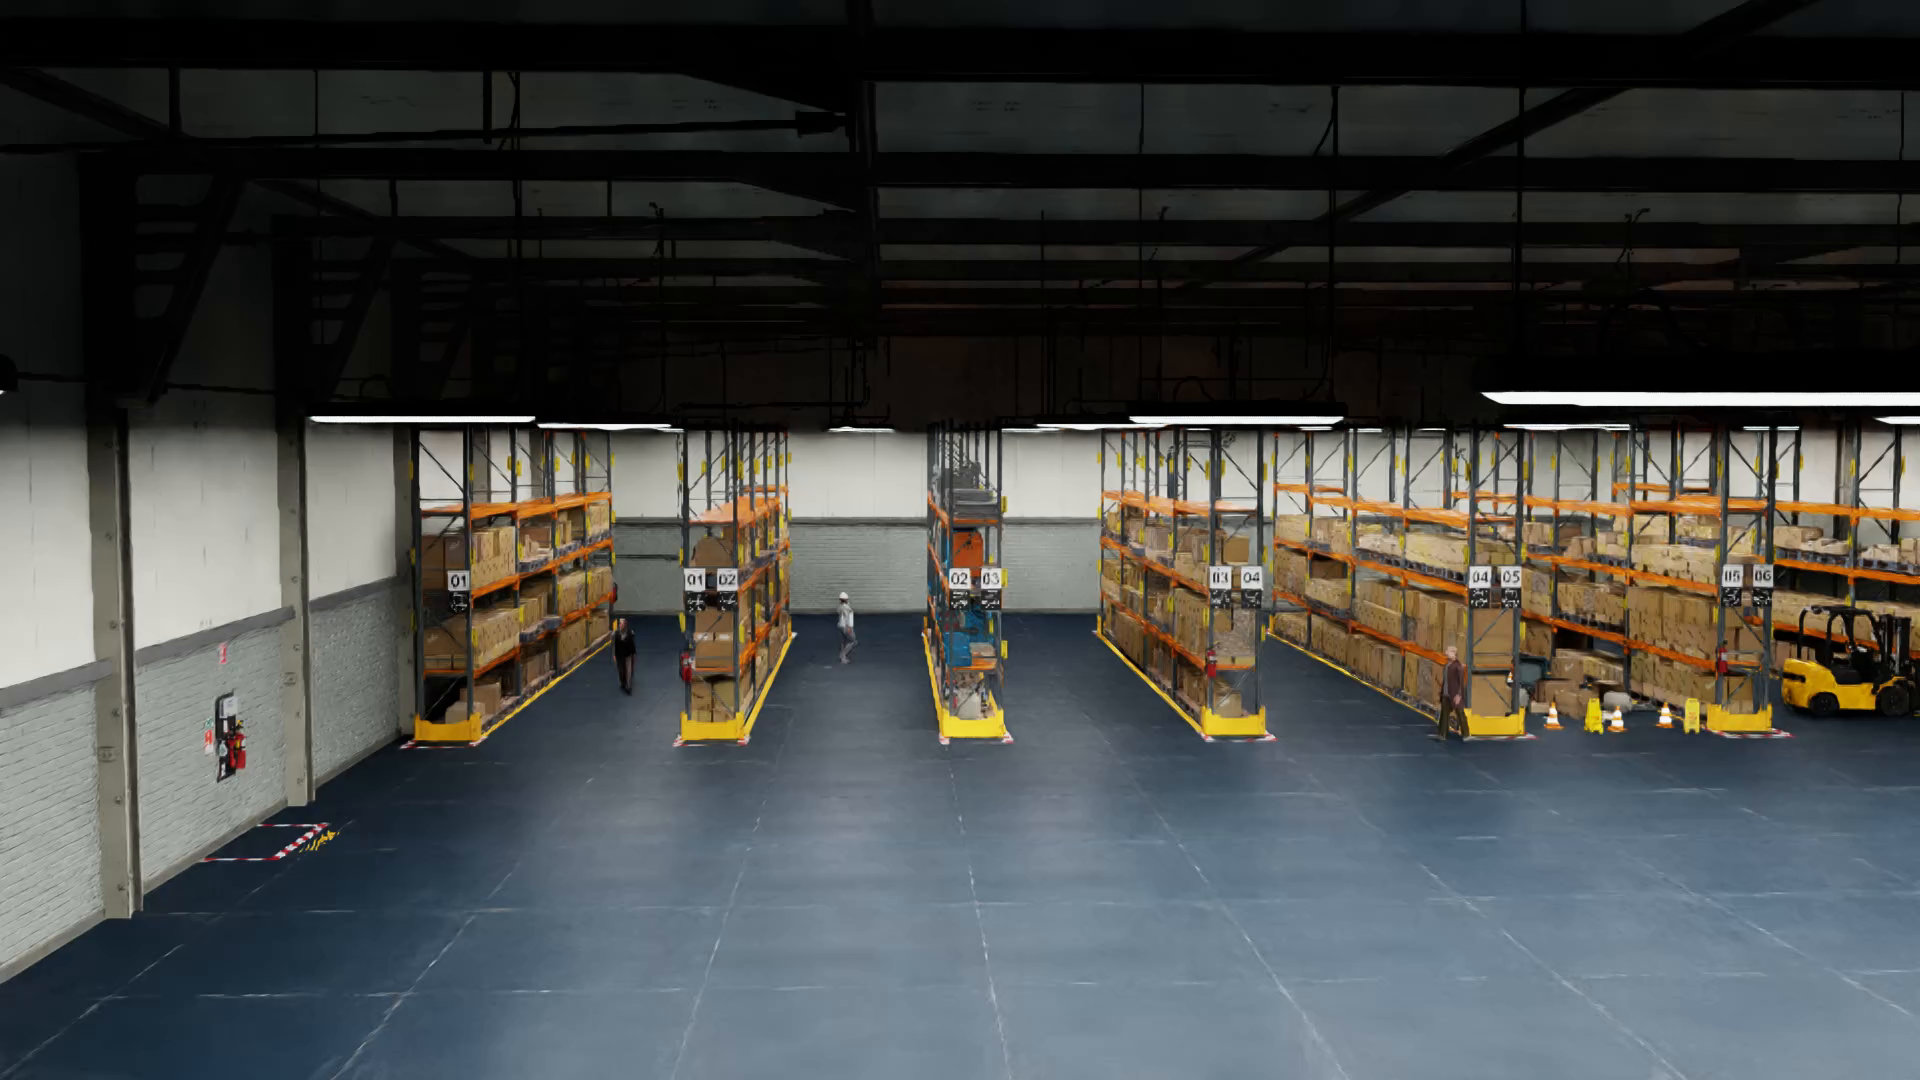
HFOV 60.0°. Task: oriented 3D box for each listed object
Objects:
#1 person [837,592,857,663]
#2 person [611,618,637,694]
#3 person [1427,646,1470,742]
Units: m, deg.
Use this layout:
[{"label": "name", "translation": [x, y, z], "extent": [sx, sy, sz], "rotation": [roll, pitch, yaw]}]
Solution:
[{"label": "person", "translation": [-2.862, 2.183, 41.465], "extent": [0.447, 1.770, 0.569], "rotation": [-2, 4, -27]}, {"label": "person", "translation": [-7.430, 2.529, 36.699], "extent": [0.546, 1.633, 1.095], "rotation": [0, 4, -4]}, {"label": "person", "translation": [9.114, 2.852, 30.950], "extent": [0.712, 1.769, 0.798], "rotation": [-1, 4, -17]}]
